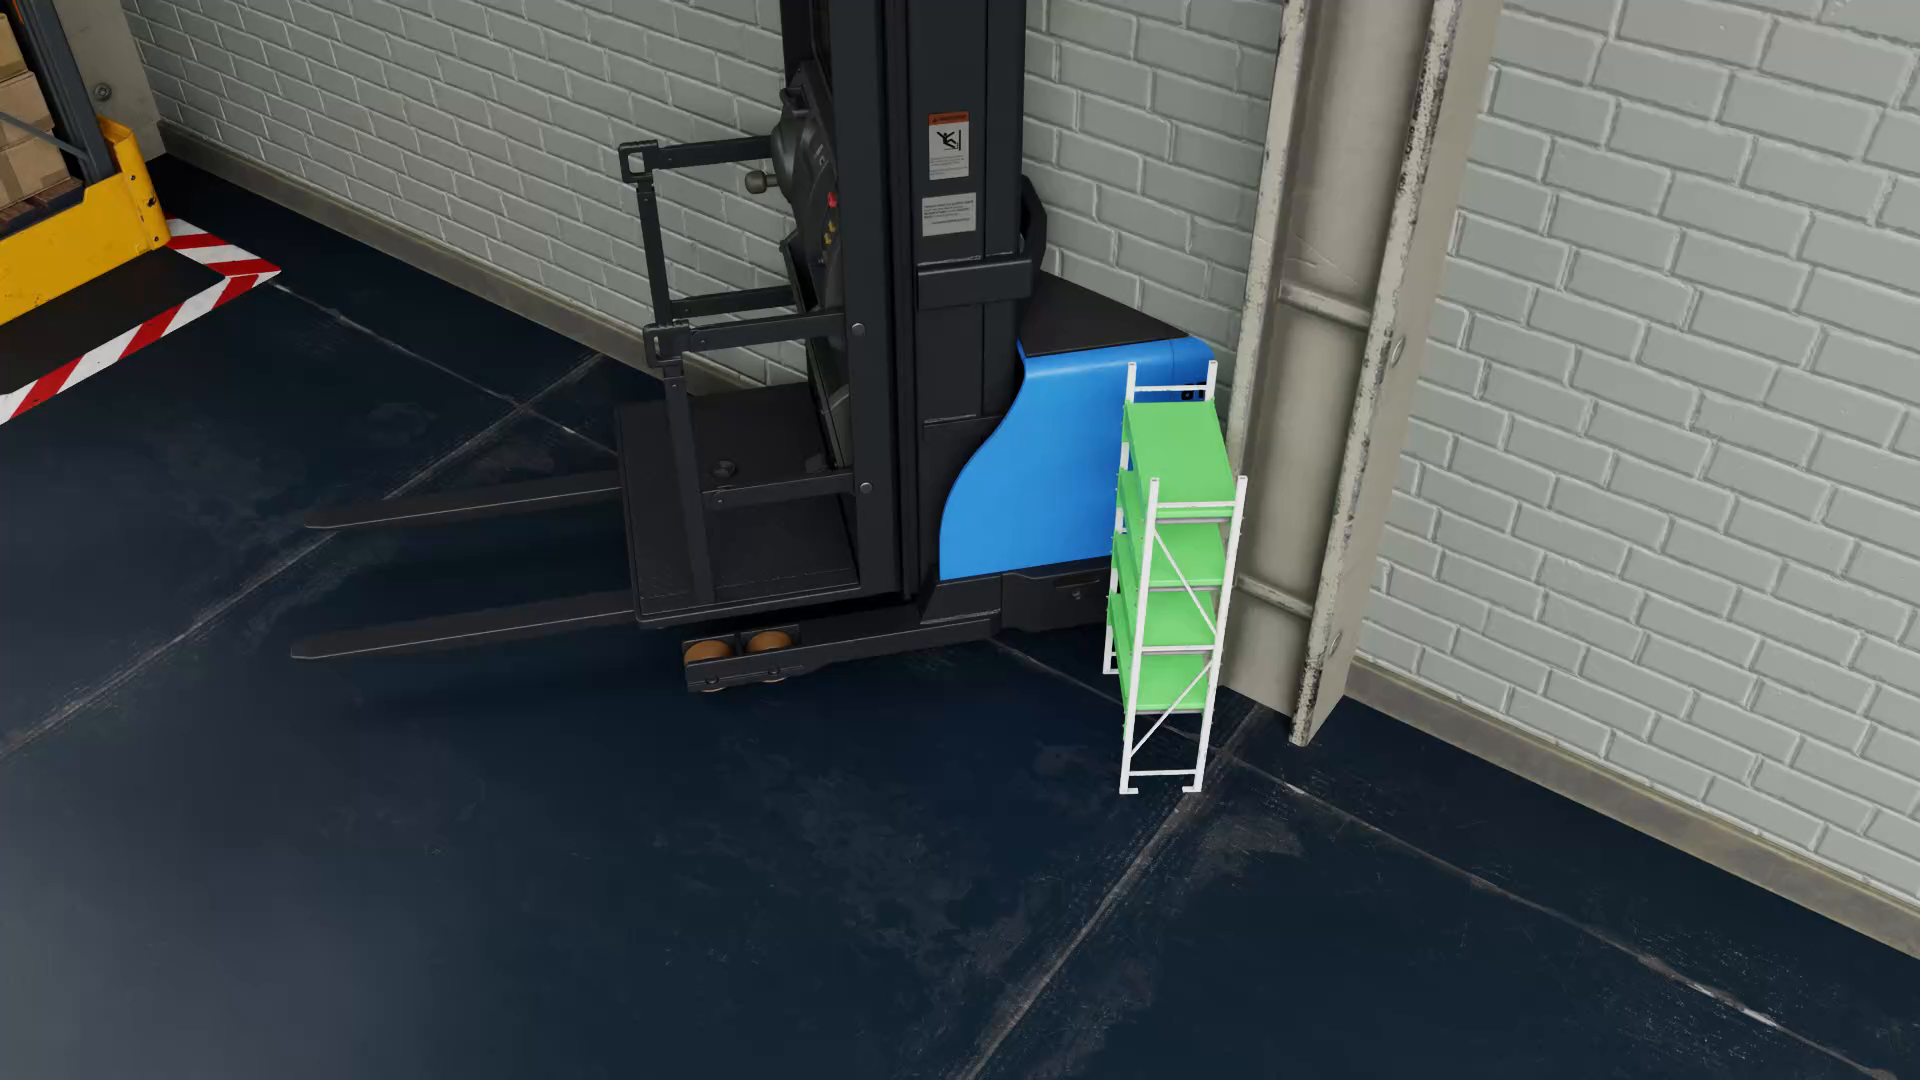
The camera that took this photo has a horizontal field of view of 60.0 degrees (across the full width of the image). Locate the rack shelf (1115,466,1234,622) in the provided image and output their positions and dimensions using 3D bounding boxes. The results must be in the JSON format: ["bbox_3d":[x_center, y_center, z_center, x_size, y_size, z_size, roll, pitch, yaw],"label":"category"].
[{"bbox_3d":[0.583,0.001,4.585,0.258,0.148,0.480,-1,42,-2],"label":"rack shelf"}]

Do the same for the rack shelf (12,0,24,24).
[{"bbox_3d":[-5.527,-2.683,7.039,4.000,0.370,1.077,25,48,25],"label":"rack shelf"}]

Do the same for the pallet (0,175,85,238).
[{"bbox_3d":[-4.540,-1.416,7.174,1.213,0.211,1.003,25,48,25],"label":"pallet"}]

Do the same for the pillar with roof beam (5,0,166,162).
[{"bbox_3d":[-6.414,-2.830,2.164,0.400,9.000,9.100,25,48,25],"label":"pillar with roof beam"}]

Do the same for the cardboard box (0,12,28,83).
[{"bbox_3d":[-4.174,-1.977,6.708,0.500,0.250,0.500,24,47,25],"label":"cardboard box"}]

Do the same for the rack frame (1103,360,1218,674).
[{"bbox_3d":[0.574,-0.030,4.884,0.240,1.200,0.015,-1,42,-2],"label":"rack frame"}]

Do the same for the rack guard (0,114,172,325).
[{"bbox_3d":[-3.870,-1.245,6.766,0.348,0.500,1.175,25,48,25],"label":"rack guard"}]

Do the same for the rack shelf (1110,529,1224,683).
[{"bbox_3d":[0.583,0.180,4.745,0.258,0.148,0.480,-1,42,-2],"label":"rack shelf"}]

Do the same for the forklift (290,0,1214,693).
[{"bbox_3d":[-0.614,-1.003,4.673,3.031,2.935,1.130,-8,42,-9],"label":"forklift"}]

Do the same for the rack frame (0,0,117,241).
[{"bbox_3d":[-3.889,-2.186,5.943,0.127,3.000,1.000,25,48,25],"label":"rack frame"}]

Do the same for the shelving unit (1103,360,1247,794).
[{"bbox_3d":[0.583,0.133,4.702,0.258,1.200,0.503,-1,42,-2],"label":"shelving unit"}]

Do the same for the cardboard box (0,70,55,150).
[{"bbox_3d":[-4.155,-1.797,6.881,0.500,0.250,0.500,26,48,26],"label":"cardboard box"}]

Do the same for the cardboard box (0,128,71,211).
[{"bbox_3d":[-4.179,-1.612,7.049,0.500,0.250,0.500,25,48,25],"label":"cardboard box"}]

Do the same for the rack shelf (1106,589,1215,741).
[{"bbox_3d":[0.583,0.359,4.905,0.258,0.148,0.480,-1,42,-2],"label":"rack shelf"}]

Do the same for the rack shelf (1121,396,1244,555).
[{"bbox_3d":[0.583,-0.178,4.425,0.258,0.148,0.480,-1,42,-2],"label":"rack shelf"}]

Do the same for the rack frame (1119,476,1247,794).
[{"bbox_3d":[0.592,0.295,4.520,0.240,1.200,0.015,-1,42,-2],"label":"rack frame"}]
